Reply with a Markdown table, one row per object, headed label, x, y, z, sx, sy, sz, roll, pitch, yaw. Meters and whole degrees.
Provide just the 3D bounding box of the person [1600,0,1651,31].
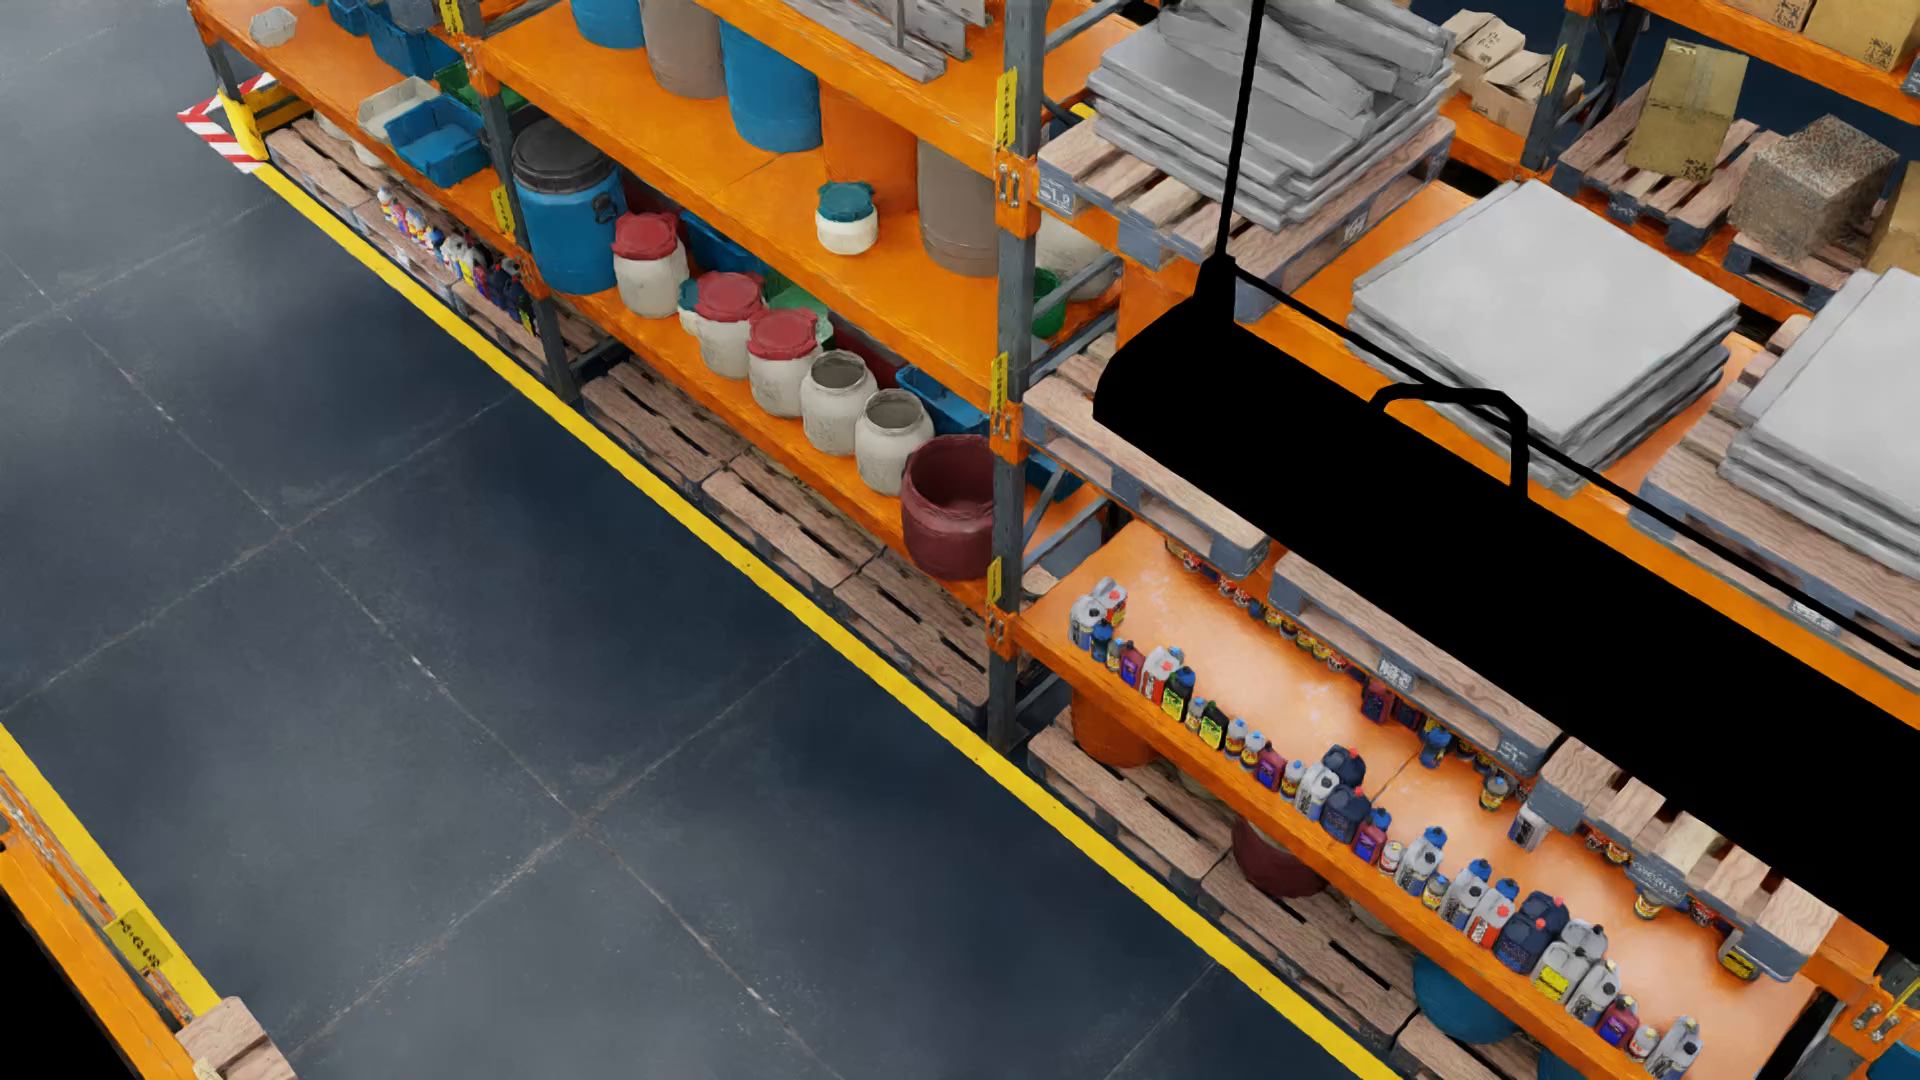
| label | x | y | z | sx | sy | sz | roll | pitch | yaw |
| --- | --- | --- | --- | --- | --- | --- | --- | --- | --- |
| person | 5.612 | -4.958 | 13.443 | 0.582 | 1.662 | 0.371 | 18 | 52 | 15 |
